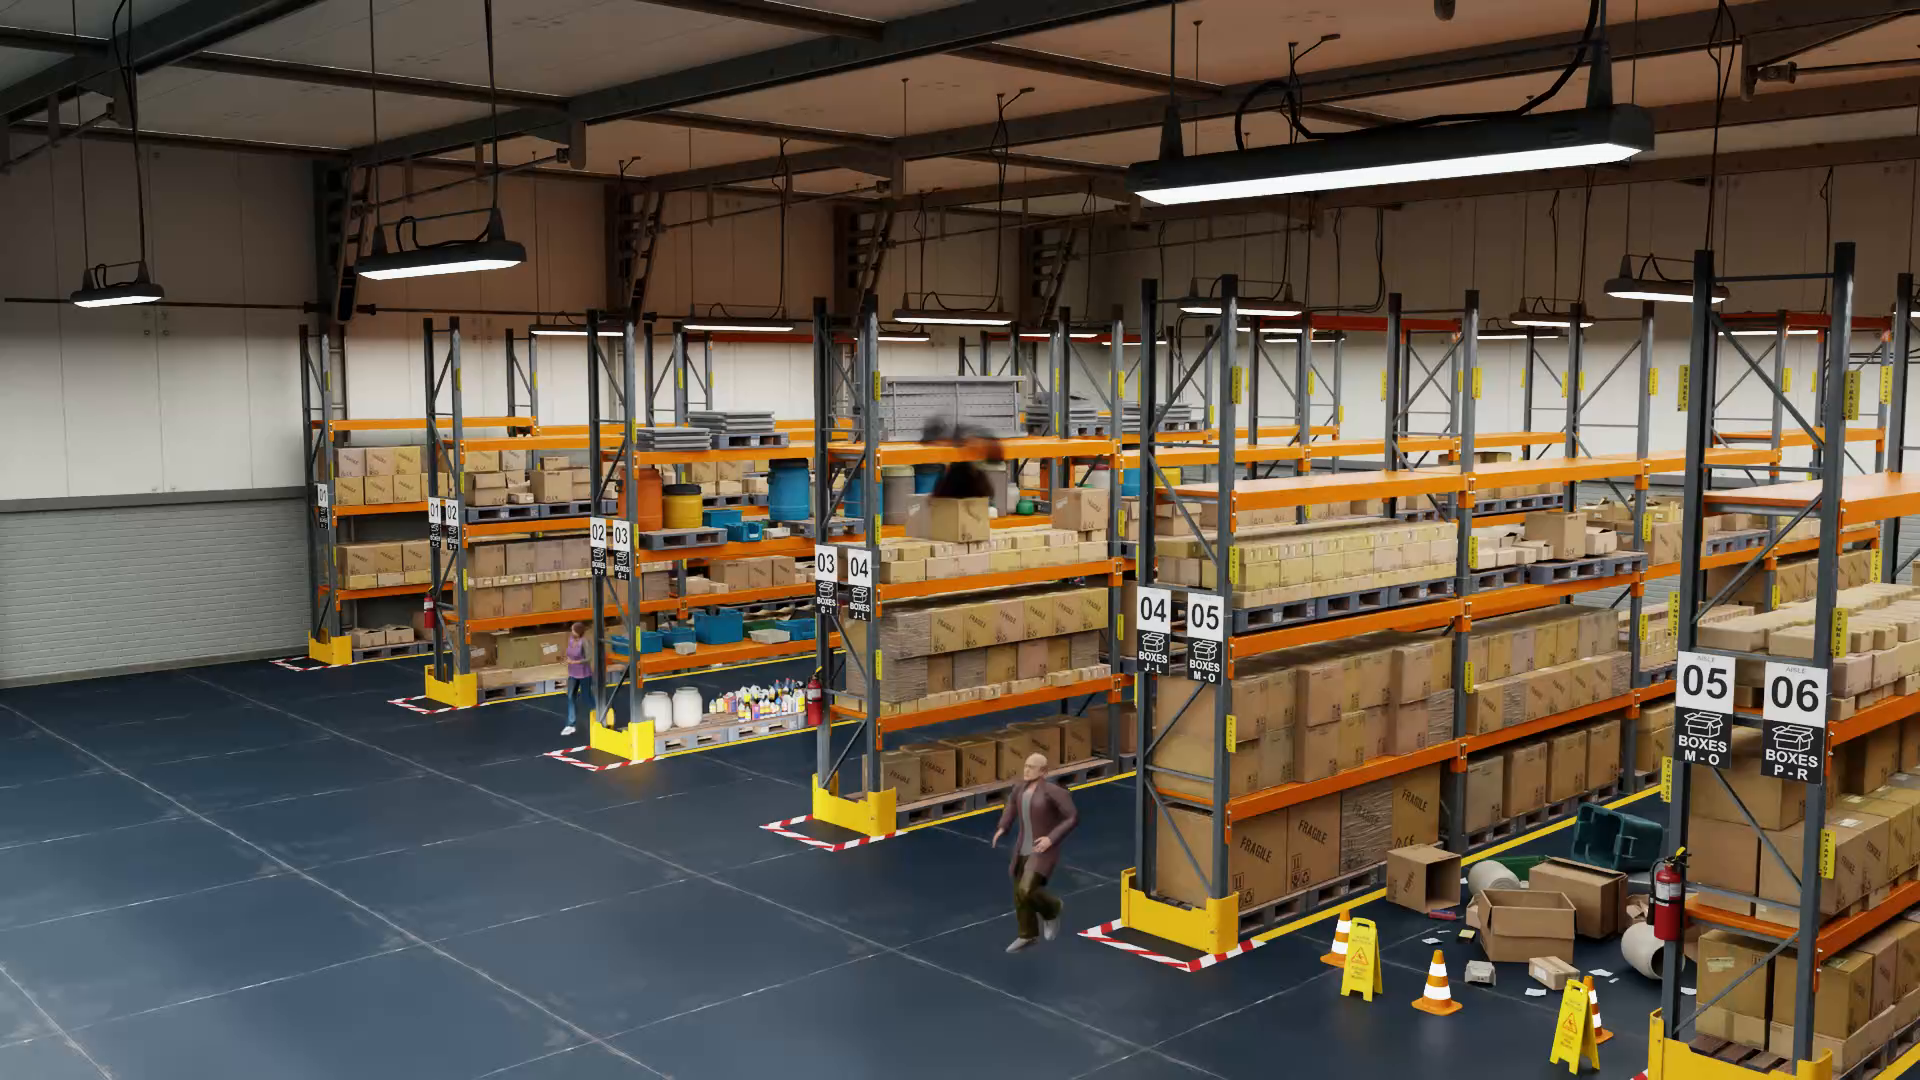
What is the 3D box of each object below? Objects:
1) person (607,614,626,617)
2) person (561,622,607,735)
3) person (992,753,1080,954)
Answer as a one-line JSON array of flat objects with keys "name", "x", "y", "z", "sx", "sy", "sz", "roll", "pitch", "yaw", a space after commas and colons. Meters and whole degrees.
[{"name": "person", "x": -6.382, "y": 1.134, "z": 30.933, "sx": 0.692, "sy": 1.781, "sz": 0.922, "roll": 5, "pitch": 7, "yaw": 38}, {"name": "person", "x": -5.407, "y": 1.949, "z": 23.801, "sx": 0.541, "sy": 1.580, "sz": 0.866, "roll": 4, "pitch": 7, "yaw": 34}, {"name": "person", "x": 0.624, "y": 2.725, "z": 14.300, "sx": 0.811, "sy": 1.794, "sz": 0.561, "roll": 5, "pitch": 8, "yaw": 42}]
